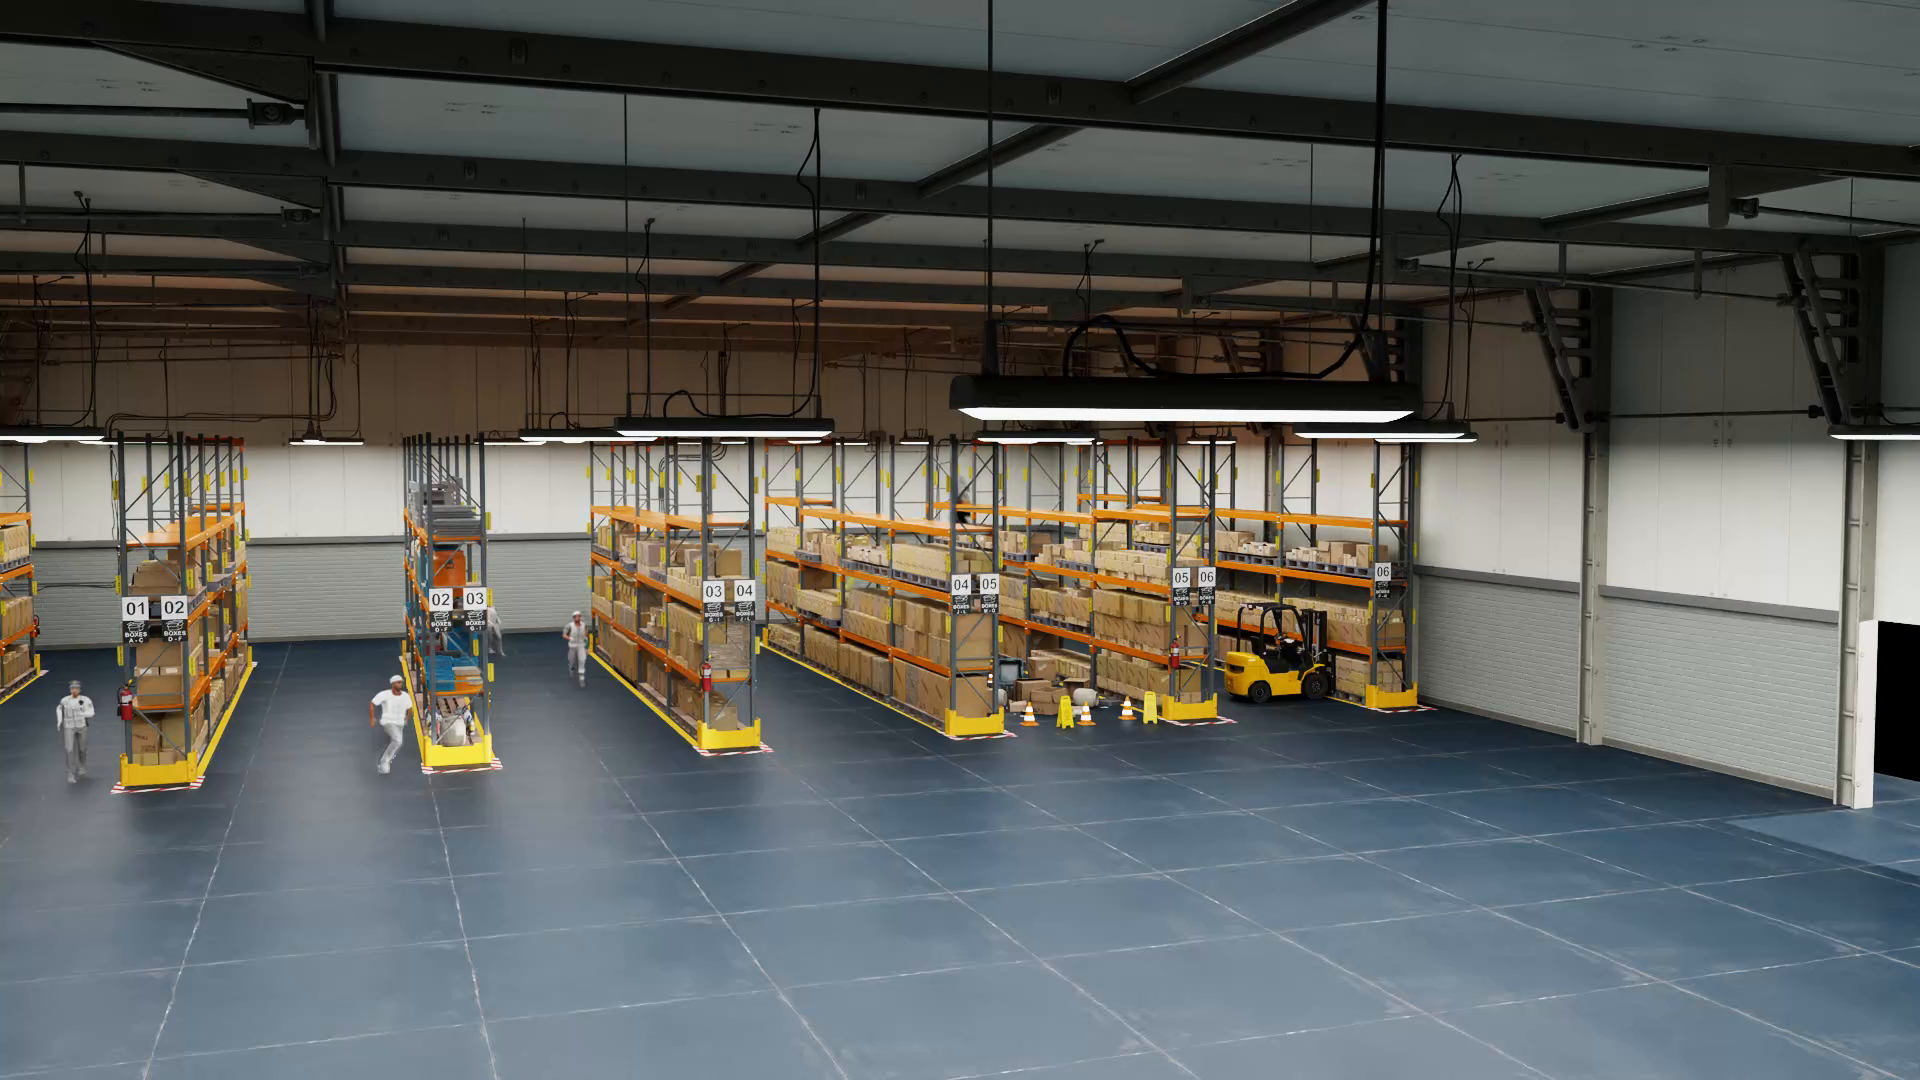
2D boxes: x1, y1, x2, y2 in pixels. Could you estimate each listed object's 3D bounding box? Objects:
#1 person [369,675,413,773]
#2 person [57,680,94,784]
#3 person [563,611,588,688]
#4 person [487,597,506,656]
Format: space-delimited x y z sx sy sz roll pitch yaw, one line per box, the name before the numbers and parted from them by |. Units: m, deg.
person | -9.928 3.235 29.229 0.643 1.697 0.727 2 4 38
person | -15.223 3.271 28.616 0.576 1.722 0.810 -1 3 -25
person | -9.282 2.610 40.158 0.622 1.795 1.153 -1 3 -19
person | -12.957 2.383 45.782 0.821 1.696 0.657 3 4 43
